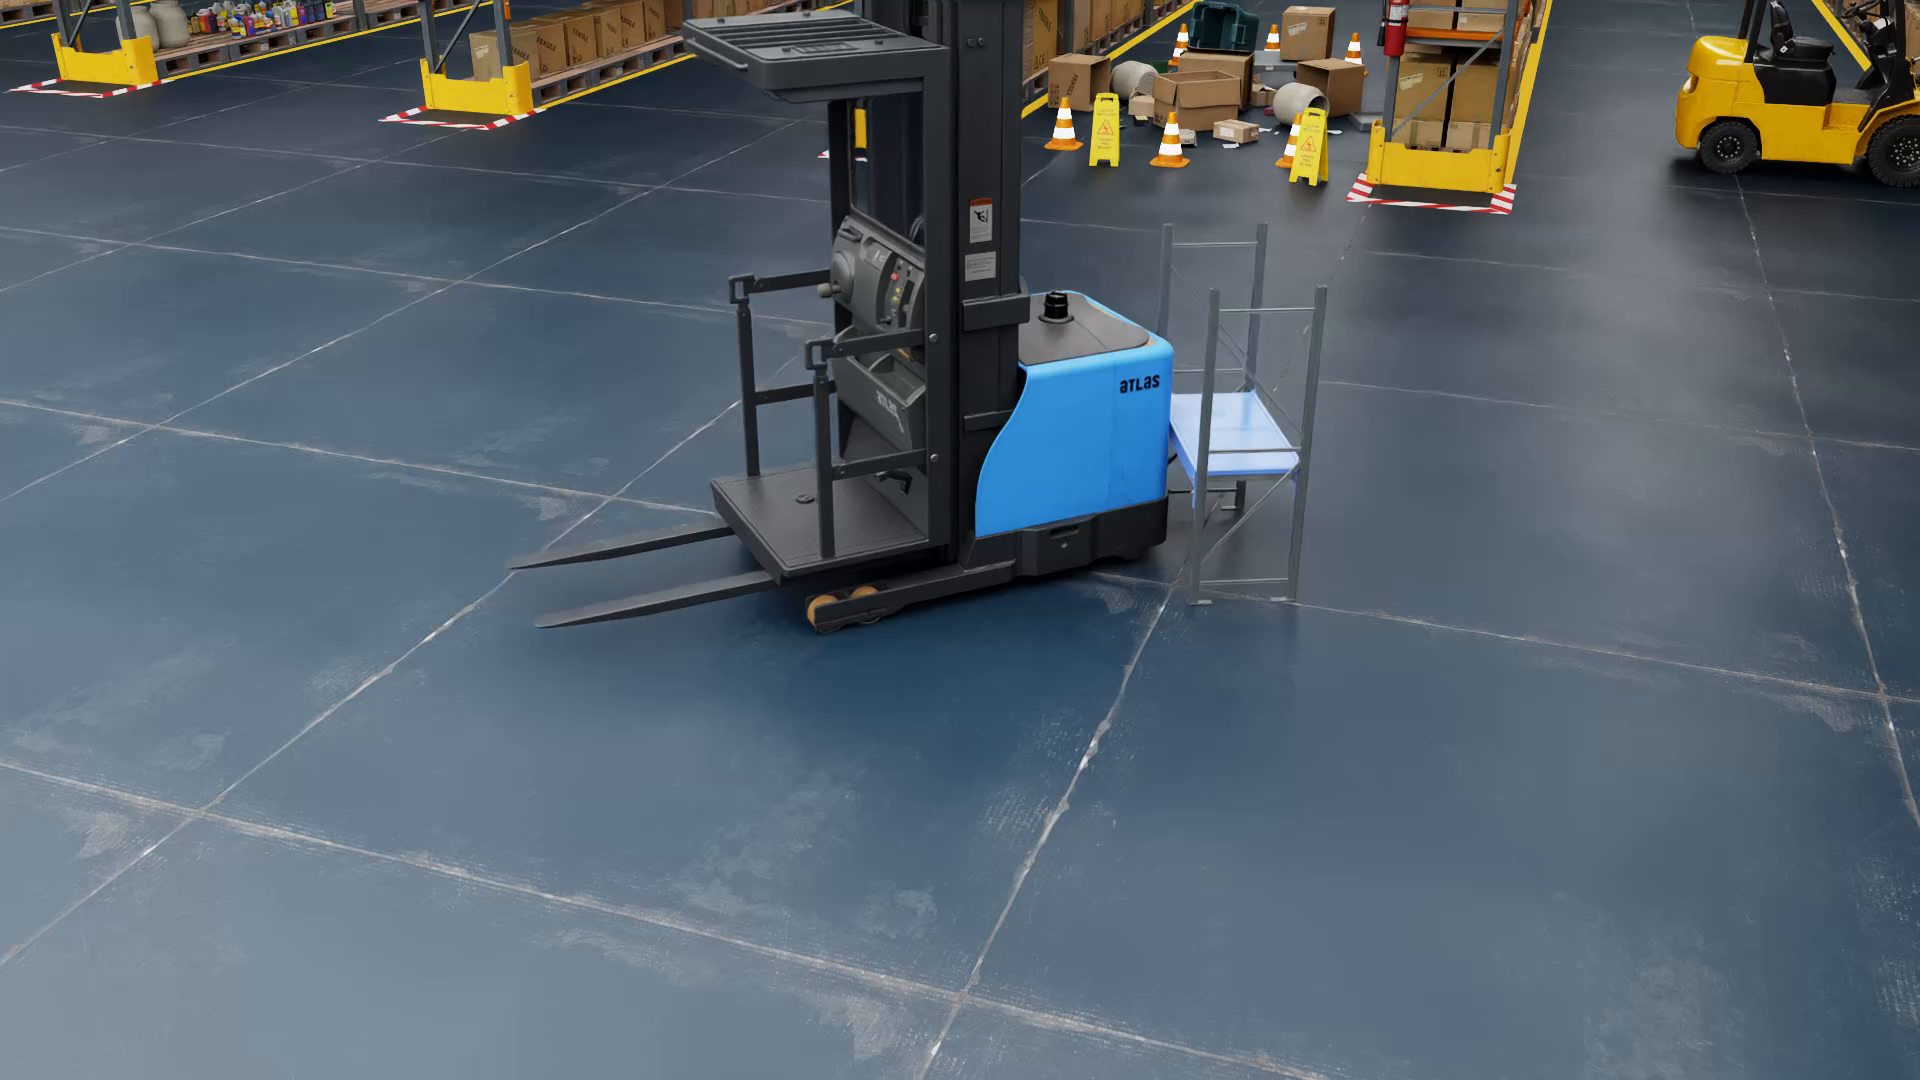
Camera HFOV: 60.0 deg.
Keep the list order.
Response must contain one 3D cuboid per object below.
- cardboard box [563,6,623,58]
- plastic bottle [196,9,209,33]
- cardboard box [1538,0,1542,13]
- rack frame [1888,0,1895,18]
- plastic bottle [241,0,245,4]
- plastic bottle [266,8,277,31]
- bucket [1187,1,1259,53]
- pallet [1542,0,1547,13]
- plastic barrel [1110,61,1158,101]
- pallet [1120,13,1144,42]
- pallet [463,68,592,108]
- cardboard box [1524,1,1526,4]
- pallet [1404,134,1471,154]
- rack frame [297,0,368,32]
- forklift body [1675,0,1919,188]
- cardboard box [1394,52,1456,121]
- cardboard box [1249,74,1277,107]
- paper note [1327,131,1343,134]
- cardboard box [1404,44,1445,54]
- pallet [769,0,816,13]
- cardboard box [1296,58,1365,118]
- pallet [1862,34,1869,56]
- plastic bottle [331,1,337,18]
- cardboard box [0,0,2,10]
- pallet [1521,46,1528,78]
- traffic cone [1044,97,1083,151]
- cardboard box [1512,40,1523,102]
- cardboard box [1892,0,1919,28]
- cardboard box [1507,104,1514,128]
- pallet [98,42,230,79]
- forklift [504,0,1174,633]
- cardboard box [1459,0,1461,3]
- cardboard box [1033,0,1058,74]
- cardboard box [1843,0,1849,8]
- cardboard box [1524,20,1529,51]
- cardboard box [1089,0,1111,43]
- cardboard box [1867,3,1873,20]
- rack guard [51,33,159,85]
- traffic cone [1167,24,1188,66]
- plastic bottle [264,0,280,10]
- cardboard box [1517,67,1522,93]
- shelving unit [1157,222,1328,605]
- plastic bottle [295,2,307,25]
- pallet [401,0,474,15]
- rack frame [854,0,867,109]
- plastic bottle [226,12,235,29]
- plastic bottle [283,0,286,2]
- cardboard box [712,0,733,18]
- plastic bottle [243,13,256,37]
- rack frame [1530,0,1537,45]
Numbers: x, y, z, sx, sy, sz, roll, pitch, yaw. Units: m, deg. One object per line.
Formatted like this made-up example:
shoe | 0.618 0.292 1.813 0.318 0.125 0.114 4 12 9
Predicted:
cardboard box | -4.307 -5.968 19.521 0.500 0.500 0.500 6 27 13
plastic bottle | -9.515 -6.530 20.916 0.152 0.276 0.135 9 27 18
cardboard box | 7.465 -7.643 22.549 0.875 0.875 0.875 9 27 18
rack frame | 11.538 -7.054 19.377 1.000 3.000 0.127 9 27 17
plastic bottle | -9.308 -6.848 21.565 0.061 0.283 0.133 10 28 20
plastic bottle | -8.710 -6.575 21.014 0.097 0.271 0.097 0 26 0
bucket | 2.952 -5.625 18.439 0.726 0.611 0.620 20 22 35
pallet | 8.001 -7.833 24.186 1.003 0.211 1.213 9 27 17
plastic barrel | 1.892 -4.957 18.002 0.421 0.421 0.512 -14 29 -27
pallet | 1.821 -6.881 22.219 1.003 0.211 1.213 9 27 17
pallet | -4.822 -5.027 18.390 1.003 0.211 1.213 9 27 17
cardboard box | 5.206 -5.209 15.856 0.380 0.149 0.250 9 27 18
pallet | 4.523 -3.590 15.422 1.003 0.211 1.213 9 27 17
rack frame | -8.491 -8.284 21.917 1.000 3.000 0.127 9 27 17
forklift body | 7.786 -4.428 14.928 2.313 2.155 1.214 9 27 17
cardboard box | 4.214 -4.141 15.173 0.500 0.500 0.500 9 27 18
cardboard box | 3.230 -4.874 18.013 0.258 0.266 0.396 -9 27 -18
paper note | 3.759 -4.098 16.679 0.142 0.019 0.148 0 26 -1
cardboard box | 4.273 -4.593 15.363 0.380 0.149 0.250 10 27 19
pallet | -2.751 -7.633 23.774 1.003 0.211 1.213 9 27 17
cardboard box | 3.885 -4.762 17.508 0.500 0.500 0.500 -14 29 -27
pallet | 11.822 -6.100 20.607 1.003 0.211 1.213 9 27 17
plastic bottle | -8.318 -7.028 22.030 0.097 0.201 0.097 0 26 0
cardboard box | -13.437 -7.321 22.602 0.500 0.250 0.500 9 27 17
pallet | 6.187 -5.697 19.773 1.003 0.211 1.213 9 27 17
traffic cone | 1.008 -4.032 16.046 0.336 0.463 0.334 9 27 17
cardboard box | 5.075 -4.495 15.905 0.500 0.500 0.500 9 27 18
cardboard box | 11.317 -5.920 19.278 0.875 0.625 0.625 10 27 19
cardboard box | 4.900 -3.936 15.611 0.500 0.250 0.500 10 27 19
pallet | -9.566 -5.756 19.896 1.003 0.211 1.213 9 27 17
forklift | -0.554 -1.167 7.298 3.031 2.935 1.130 -12 28 -23
cardboard box | 4.286 -5.132 14.951 0.500 0.500 0.500 9 27 18
cardboard box | 0.548 -5.789 18.721 0.875 0.875 0.875 9 27 18
cardboard box | 12.496 -7.596 22.882 0.500 0.500 0.500 10 28 20
cardboard box | 6.163 -5.933 19.595 0.950 0.372 0.625 10 27 19
cardboard box | 1.270 -6.645 20.633 1.050 0.750 0.750 9 27 17
cardboard box | 11.824 -6.743 21.120 0.500 0.500 0.500 10 28 20
rack guard | -9.841 -5.553 19.146 1.175 0.500 0.348 9 27 17
traffic cone | 2.694 -5.995 20.101 0.336 0.463 0.334 9 27 17
plastic bottle | -9.015 -6.997 21.795 0.144 0.351 0.185 9 27 17
cardboard box | 5.582 -4.798 17.391 0.500 0.250 0.500 10 28 20
shelving unit | 1.258 -0.611 7.790 0.538 1.500 1.048 -2 26 -4
plastic bottle | -8.512 -6.801 21.467 0.061 0.283 0.133 11 28 21
pallet | -7.862 -7.860 24.242 1.003 0.211 1.213 9 27 17
rack frame | -0.508 -5.161 15.467 1.000 3.000 0.127 9 27 17
plastic bottle | -9.289 -6.623 21.192 0.097 0.201 0.097 0 26 0
plastic bottle | -9.010 -7.187 22.277 0.097 0.271 0.097 0 26 0
cardboard box | -3.419 -7.081 21.796 0.700 0.500 0.500 9 27 17
plastic bottle | -8.832 -6.406 20.650 0.061 0.283 0.133 9 27 18
rack frame | 6.856 -7.772 20.861 1.000 3.000 0.127 9 27 17
